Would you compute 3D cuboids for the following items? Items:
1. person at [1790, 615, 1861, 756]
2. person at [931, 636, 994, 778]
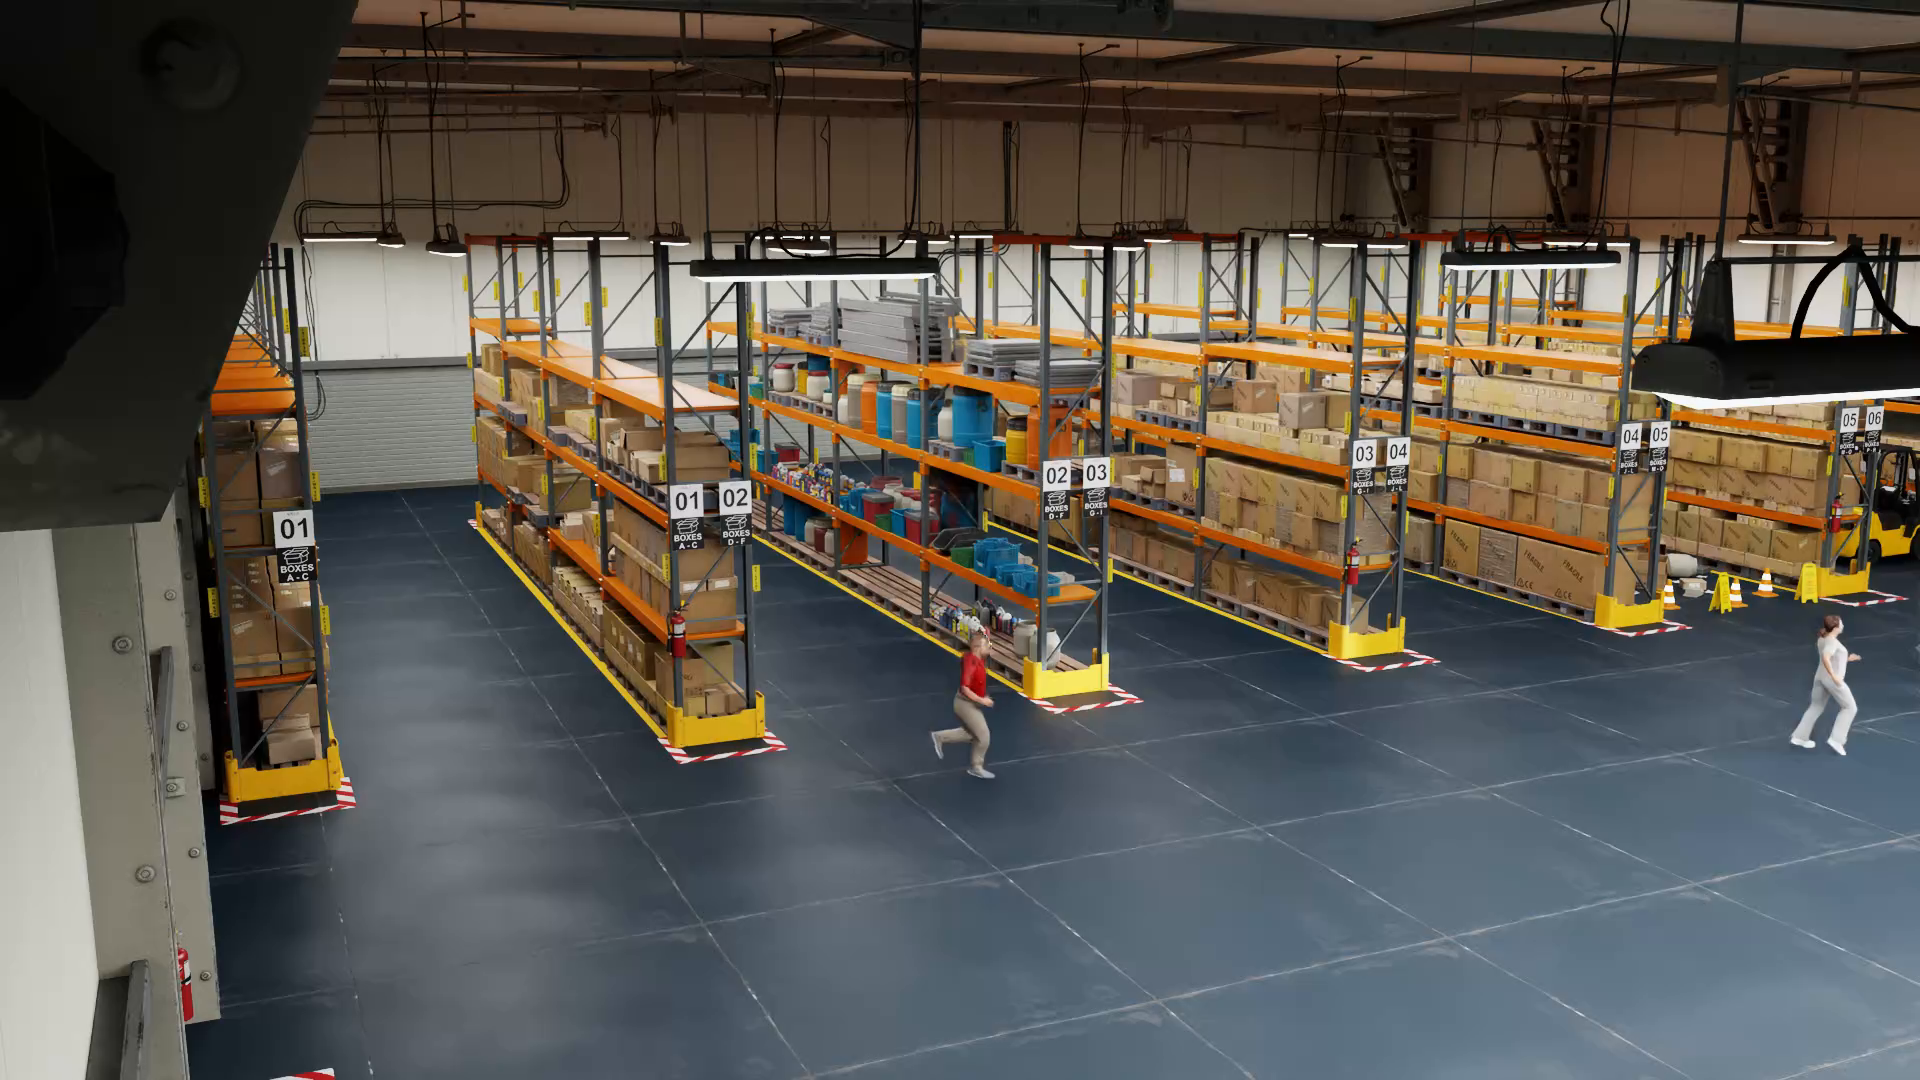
[{"bbox_3d":[10.347,1.733,19.811,0.738,1.721,0.531,-1,11,-5],"label":"person"},{"bbox_3d":[0.032,1.914,18.994,0.735,1.701,0.690,0,11,0],"label":"person"}]
